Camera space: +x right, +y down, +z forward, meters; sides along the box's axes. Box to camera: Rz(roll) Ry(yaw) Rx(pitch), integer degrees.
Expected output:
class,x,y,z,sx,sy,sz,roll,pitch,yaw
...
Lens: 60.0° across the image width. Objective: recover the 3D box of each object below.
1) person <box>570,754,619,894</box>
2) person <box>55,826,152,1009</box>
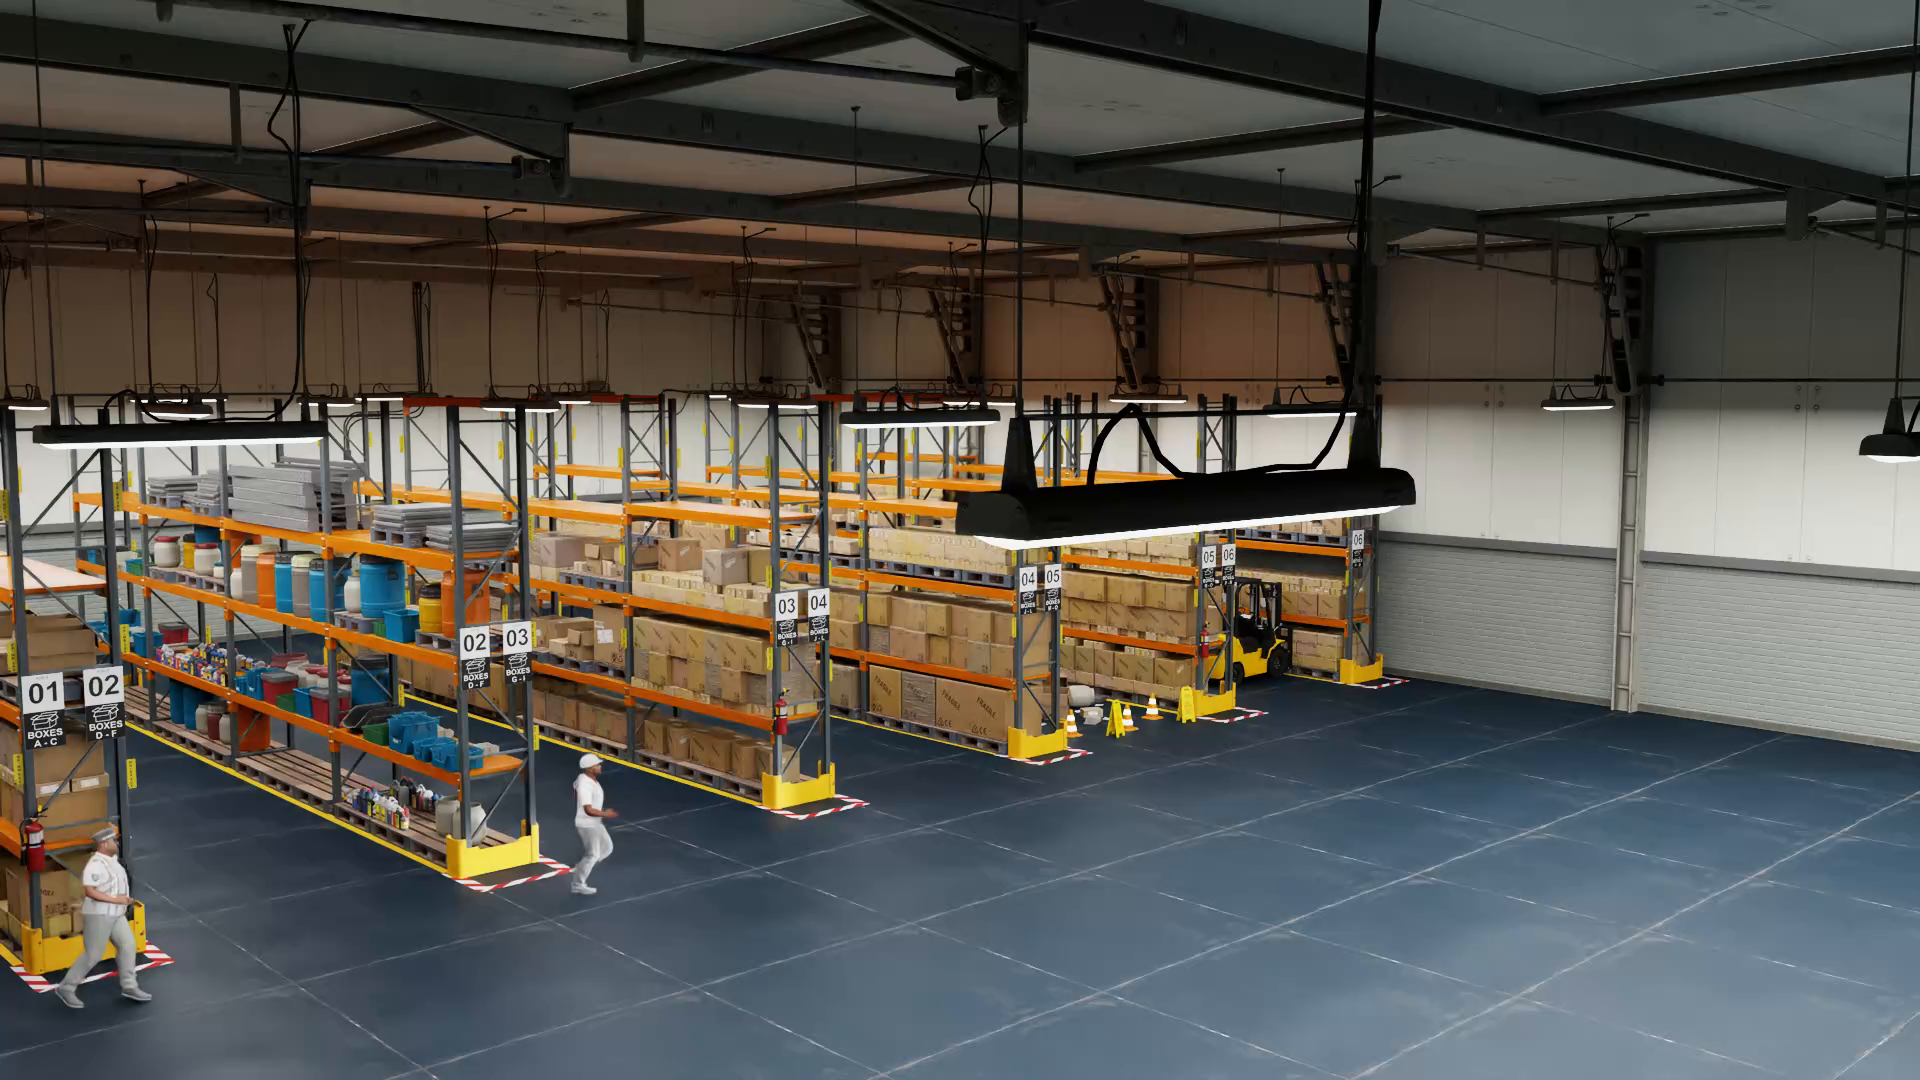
class,x,y,z,sx,sy,sz,roll,pitch,yaw
person,-4.513,3.482,20.514,0.606,1.726,0.736,-1,6,-9
person,-8.684,3.808,16.940,0.877,1.775,0.723,-1,6,-6
